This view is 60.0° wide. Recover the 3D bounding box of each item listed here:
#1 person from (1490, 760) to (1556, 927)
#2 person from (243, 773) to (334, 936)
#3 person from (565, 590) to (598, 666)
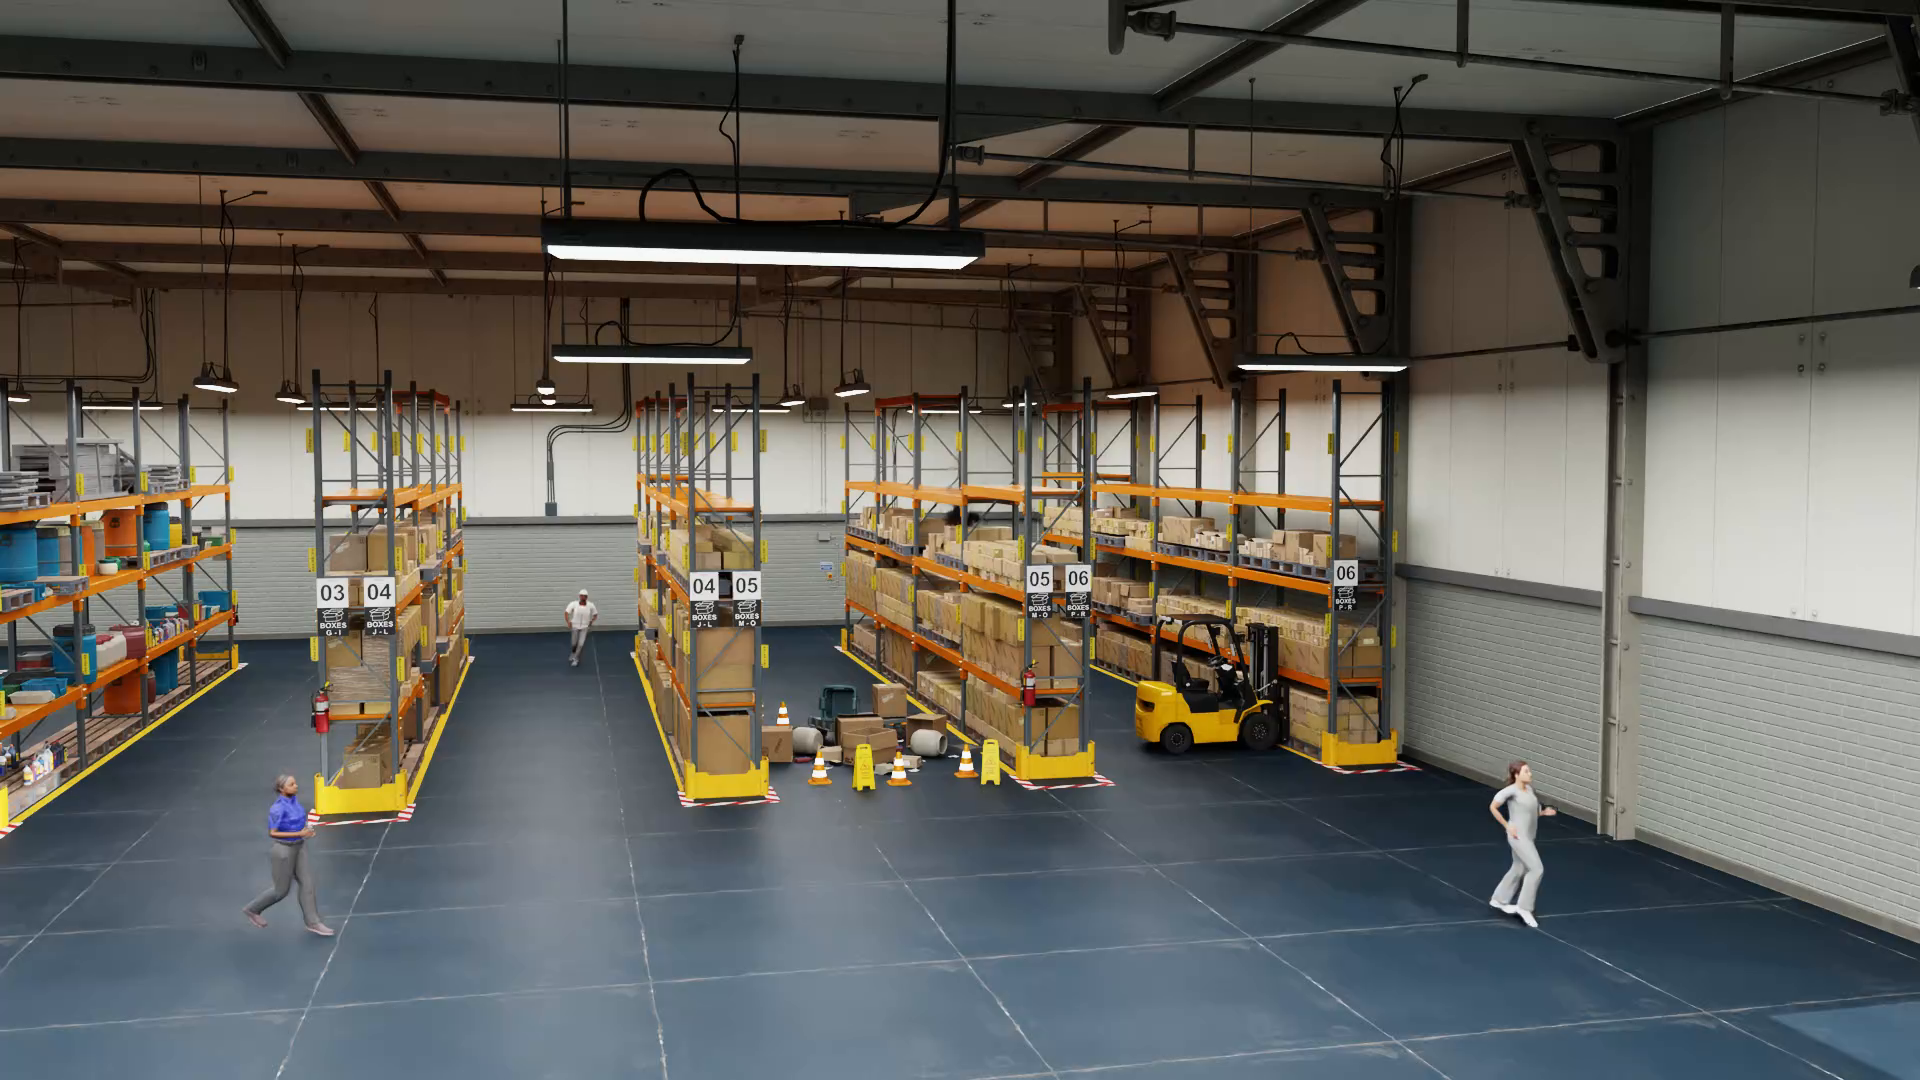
[{"bbox_3d":[5.885,3.163,17.427,0.691,1.715,0.544,3,4,42],"label":"person"},{"bbox_3d":[-6.813,3.186,16.846,0.923,1.657,0.579,1,3,9],"label":"person"},{"bbox_3d":[-8.567,1.975,37.630,0.729,1.715,0.578,-1,3,-16],"label":"person"}]
